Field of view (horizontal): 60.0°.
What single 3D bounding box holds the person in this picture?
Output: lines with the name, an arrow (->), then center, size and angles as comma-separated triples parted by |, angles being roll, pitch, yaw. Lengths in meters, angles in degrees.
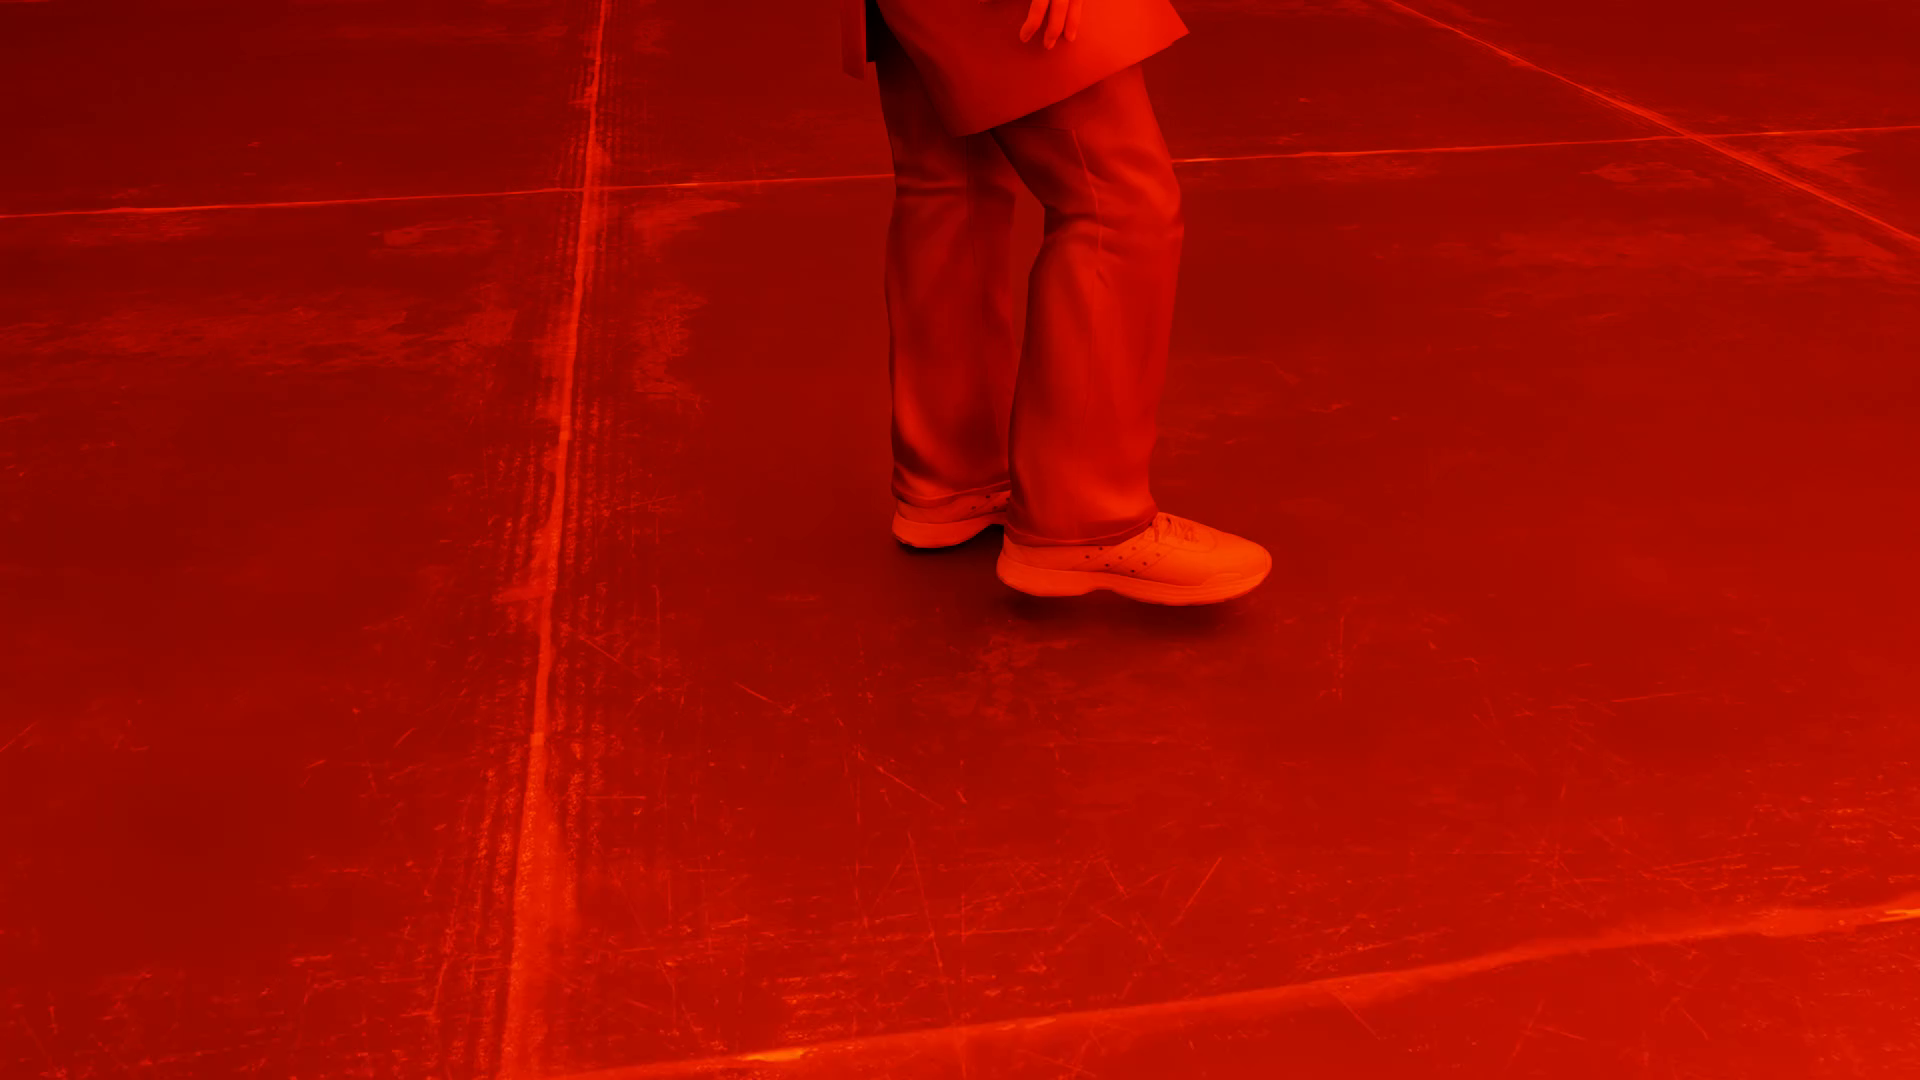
person -> 0.091, -0.797, 2.089 | 0.583, 1.776, 0.696 | -5, 28, -9
